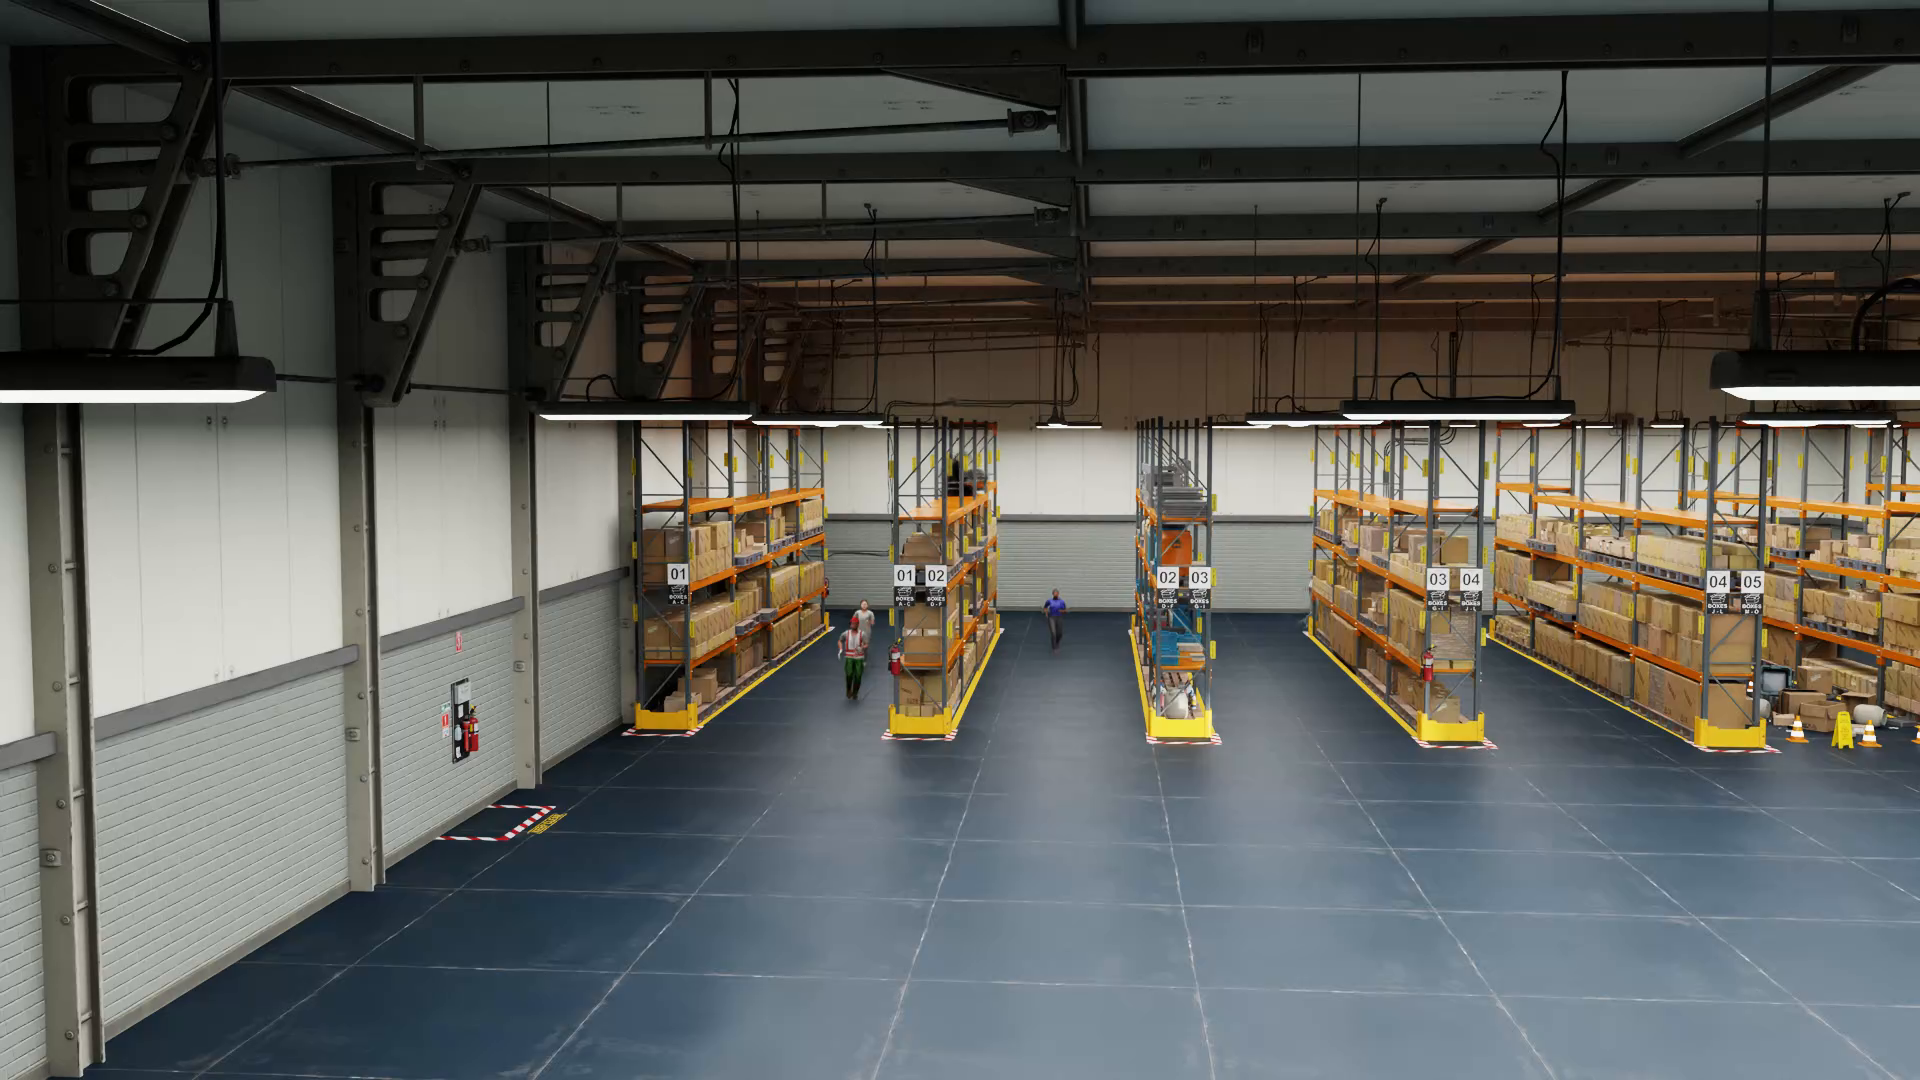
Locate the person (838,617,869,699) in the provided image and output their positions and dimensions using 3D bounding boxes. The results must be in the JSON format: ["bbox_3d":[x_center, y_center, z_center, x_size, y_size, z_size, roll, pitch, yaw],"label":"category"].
[{"bbox_3d":[-2.258,2.517,35.344,0.655,1.744,0.653,0,4,-6],"label":"person"}]

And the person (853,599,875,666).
[{"bbox_3d":[-2.321,2.281,40.067,0.541,1.703,0.720,0,4,-5],"label":"person"}]

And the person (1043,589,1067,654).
[{"bbox_3d":[2.468,2.083,42.902,0.581,1.635,0.913,0,4,-6],"label":"person"}]

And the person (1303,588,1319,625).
[{"bbox_3d":[10.387,1.744,48.083,0.886,1.715,0.598,1,4,16],"label":"person"}]
